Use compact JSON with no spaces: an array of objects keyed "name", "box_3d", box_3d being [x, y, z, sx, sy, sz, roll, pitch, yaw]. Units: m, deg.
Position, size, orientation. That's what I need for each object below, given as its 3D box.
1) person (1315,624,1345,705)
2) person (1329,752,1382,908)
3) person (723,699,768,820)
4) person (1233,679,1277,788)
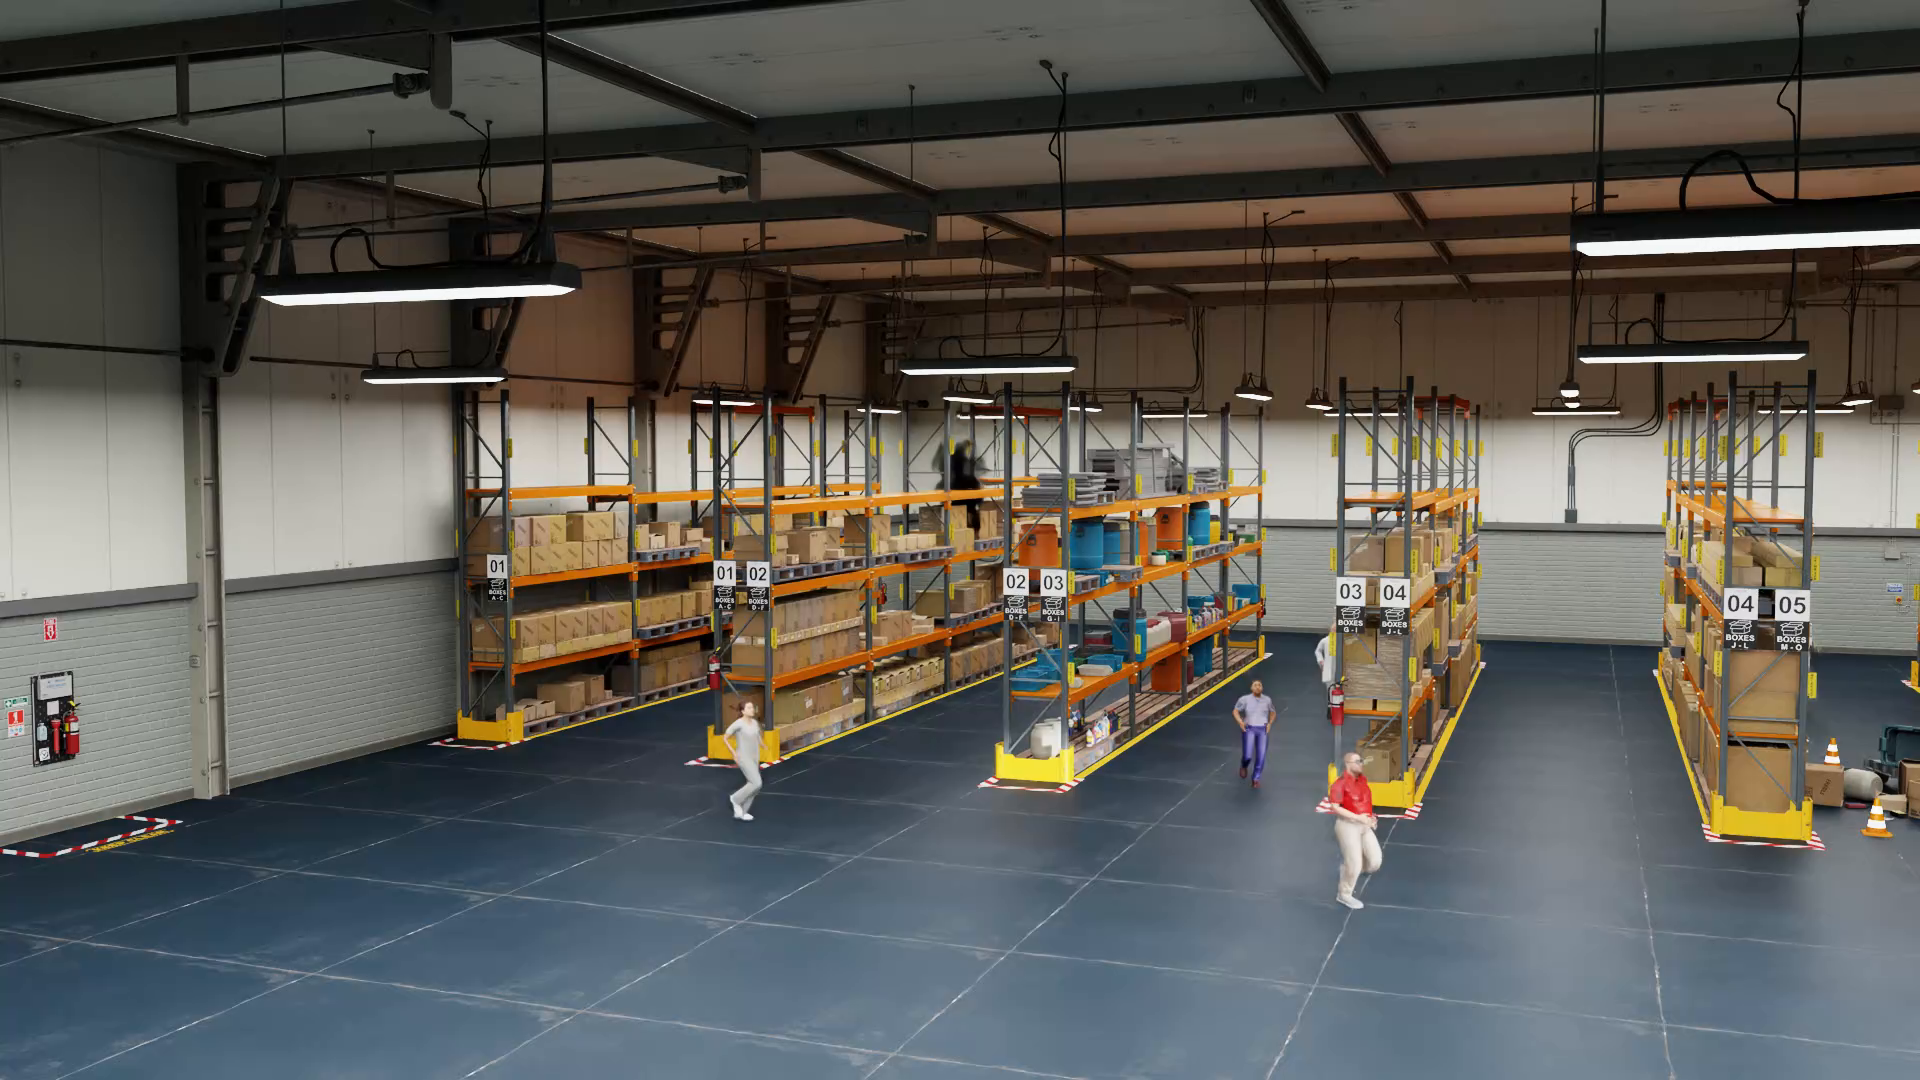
[{"name":"person","box_3d":[6.961,2.429,30.942,0.715,1.735,0.826,1,3,13]},{"name":"person","box_3d":[4.339,3.164,18.153,0.660,1.686,0.568,-3,4,-39]},{"name":"person","box_3d":[-2.815,2.958,22.266,0.565,1.618,0.550,2,4,33]},{"name":"person","box_3d":[4.371,2.855,24.631,0.616,1.580,0.531,0,3,-2]}]
